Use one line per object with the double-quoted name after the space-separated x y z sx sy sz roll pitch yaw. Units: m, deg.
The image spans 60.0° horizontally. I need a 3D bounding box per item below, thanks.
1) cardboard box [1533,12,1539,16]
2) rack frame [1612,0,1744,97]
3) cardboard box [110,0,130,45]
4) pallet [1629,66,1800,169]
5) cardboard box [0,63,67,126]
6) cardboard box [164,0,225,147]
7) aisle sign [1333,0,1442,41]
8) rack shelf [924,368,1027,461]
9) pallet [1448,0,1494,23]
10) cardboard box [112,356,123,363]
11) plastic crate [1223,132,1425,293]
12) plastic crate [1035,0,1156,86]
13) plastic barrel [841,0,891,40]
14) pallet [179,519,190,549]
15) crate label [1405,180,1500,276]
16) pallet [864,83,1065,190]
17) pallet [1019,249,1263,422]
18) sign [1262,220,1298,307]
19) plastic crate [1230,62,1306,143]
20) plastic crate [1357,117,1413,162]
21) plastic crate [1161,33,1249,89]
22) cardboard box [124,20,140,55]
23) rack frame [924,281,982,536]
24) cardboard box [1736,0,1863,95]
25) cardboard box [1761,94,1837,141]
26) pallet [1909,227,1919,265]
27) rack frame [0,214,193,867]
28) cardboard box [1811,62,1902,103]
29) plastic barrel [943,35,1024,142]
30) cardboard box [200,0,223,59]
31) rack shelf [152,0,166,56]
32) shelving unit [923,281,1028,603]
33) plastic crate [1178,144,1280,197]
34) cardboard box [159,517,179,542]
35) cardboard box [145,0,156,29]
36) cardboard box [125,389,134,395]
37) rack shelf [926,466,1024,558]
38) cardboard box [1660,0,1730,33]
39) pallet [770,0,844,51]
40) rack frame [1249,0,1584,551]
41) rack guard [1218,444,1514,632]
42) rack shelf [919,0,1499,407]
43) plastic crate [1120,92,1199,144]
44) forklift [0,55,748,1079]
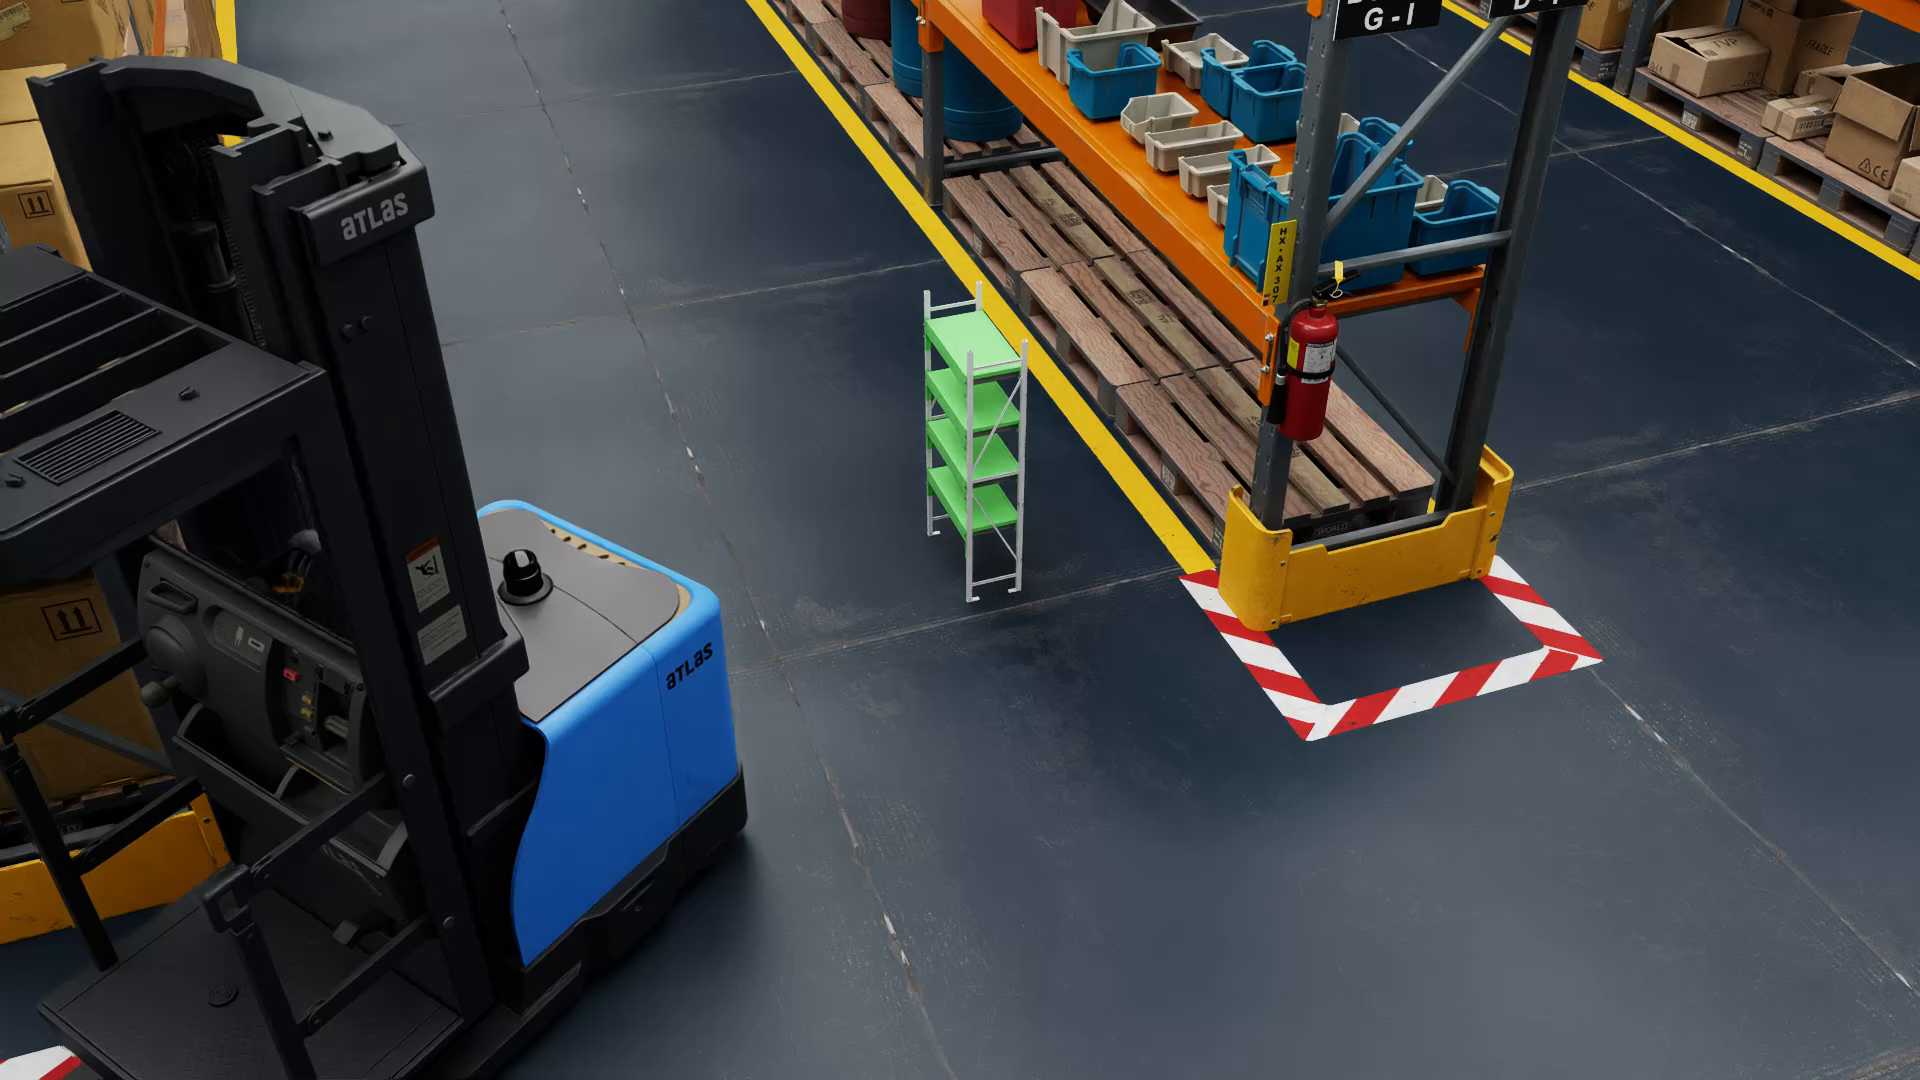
4.324 -4.003 11.783 0.500 0.500 0.500 -12 39 -16 "cardboard box"
4.925 -4.325 10.499 1.000 3.000 0.127 -12 39 -16 "rack frame"
-3.968 -2.431 7.238 0.500 0.500 0.500 -11 38 -15 "cardboard box"
5.161 -2.823 10.823 1.003 0.211 1.213 -12 39 -16 "pallet"
-3.269 -1.276 5.705 0.500 0.500 0.500 -13 39 -17 "cardboard box"
-4.925 -2.458 9.436 1.225 0.875 0.875 -14 39 -18 "cardboard box"
1.399 -1.979 5.224 0.394 0.787 0.004 -12 39 -16 "aisle sign"
0.057 -0.526 6.659 0.258 0.148 0.480 -12 39 -16 "rack shelf"
4.186 -4.354 12.854 1.003 0.211 1.213 -12 39 -16 "pallet"
-3.098 -0.695 5.557 0.500 0.250 0.500 -13 39 -16 "cardboard box"
1.359 -1.231 6.312 0.616 0.435 0.499 -12 39 -16 "plastic crate"
0.626 -2.378 7.962 0.437 0.282 0.530 -12 39 -16 "plastic crate"
-0.530 -3.855 11.530 0.600 0.588 0.708 -12 39 -16 "plastic barrel"
-3.766 -0.027 7.110 1.003 0.211 1.213 -12 39 -16 "pallet"
1.874 -1.207 6.449 0.416 0.233 0.303 -12 39 -16 "crate label"
0.047 -2.633 10.570 1.003 0.211 1.213 -12 39 -16 "pallet"
0.986 -1.090 8.522 1.003 0.211 1.213 -12 39 -16 "pallet"
1.139 -0.984 5.928 0.100 0.325 0.005 -12 39 -16 "sign"
1.421 -1.951 7.436 0.416 0.233 0.300 -12 39 -16 "plastic crate"
1.647 -1.579 6.942 0.416 0.233 0.300 -12 39 -16 "plastic crate"
1.155 -2.299 7.979 0.293 0.136 0.466 -12 39 -16 "plastic crate"
-3.979 -2.140 7.476 0.500 0.250 0.500 -13 39 -17 "cardboard box"
-0.027 -0.524 6.948 0.240 1.200 0.015 -12 39 -16 "rack frame"
5.388 -3.240 10.770 0.500 0.500 0.500 -12 39 -16 "cardboard box"
5.174 -2.601 10.199 0.380 0.166 0.250 -12 39 -16 "cardboard box"
6.000 -1.445 8.993 1.003 0.211 1.213 -12 39 -16 "pallet"
-3.001 -0.017 4.779 1.000 3.000 0.127 -12 39 -16 "rack frame"
5.646 -2.740 10.264 0.500 0.311 0.500 -12 39 -16 "cardboard box"
0.102 -2.942 10.058 0.600 0.901 0.708 -12 39 -16 "plastic barrel"
-5.536 -3.461 10.769 1.225 0.875 0.875 -14 39 -18 "cardboard box"
-5.066 -3.119 9.496 1.077 0.370 4.000 -12 39 -16 "rack shelf"
0.057 -0.386 6.765 0.258 1.200 0.503 -12 39 -16 "shelving unit"
1.113 -1.551 6.985 0.396 0.136 0.243 -12 39 -16 "plastic crate"
-3.609 -0.195 6.433 0.875 0.875 0.875 -12 39 -16 "cardboard box"
-4.475 -2.912 8.540 0.500 0.500 0.500 -12 39 -16 "cardboard box"
-2.991 -0.475 5.596 0.380 0.149 0.250 -13 39 -17 "cardboard box"
0.057 -0.143 6.948 0.258 0.148 0.480 -12 39 -16 "rack shelf"
4.988 -3.826 11.549 0.500 0.500 0.500 -14 39 -18 "cardboard box"
-0.793 -4.011 12.400 1.003 0.211 1.213 -12 39 -16 "pallet"
1.650 -1.042 6.141 1.000 3.000 0.127 -12 39 -16 "rack frame"
1.670 -0.033 6.878 1.175 0.500 0.348 -12 39 -16 "rack guard"
0.961 -1.885 7.857 1.077 0.370 4.000 -12 39 -16 "rack shelf"
0.875 -1.867 7.404 0.298 0.136 0.250 -12 39 -16 "plastic crate"
-1.992 0.420 4.257 1.130 2.935 3.031 22 42 27 "forklift"
